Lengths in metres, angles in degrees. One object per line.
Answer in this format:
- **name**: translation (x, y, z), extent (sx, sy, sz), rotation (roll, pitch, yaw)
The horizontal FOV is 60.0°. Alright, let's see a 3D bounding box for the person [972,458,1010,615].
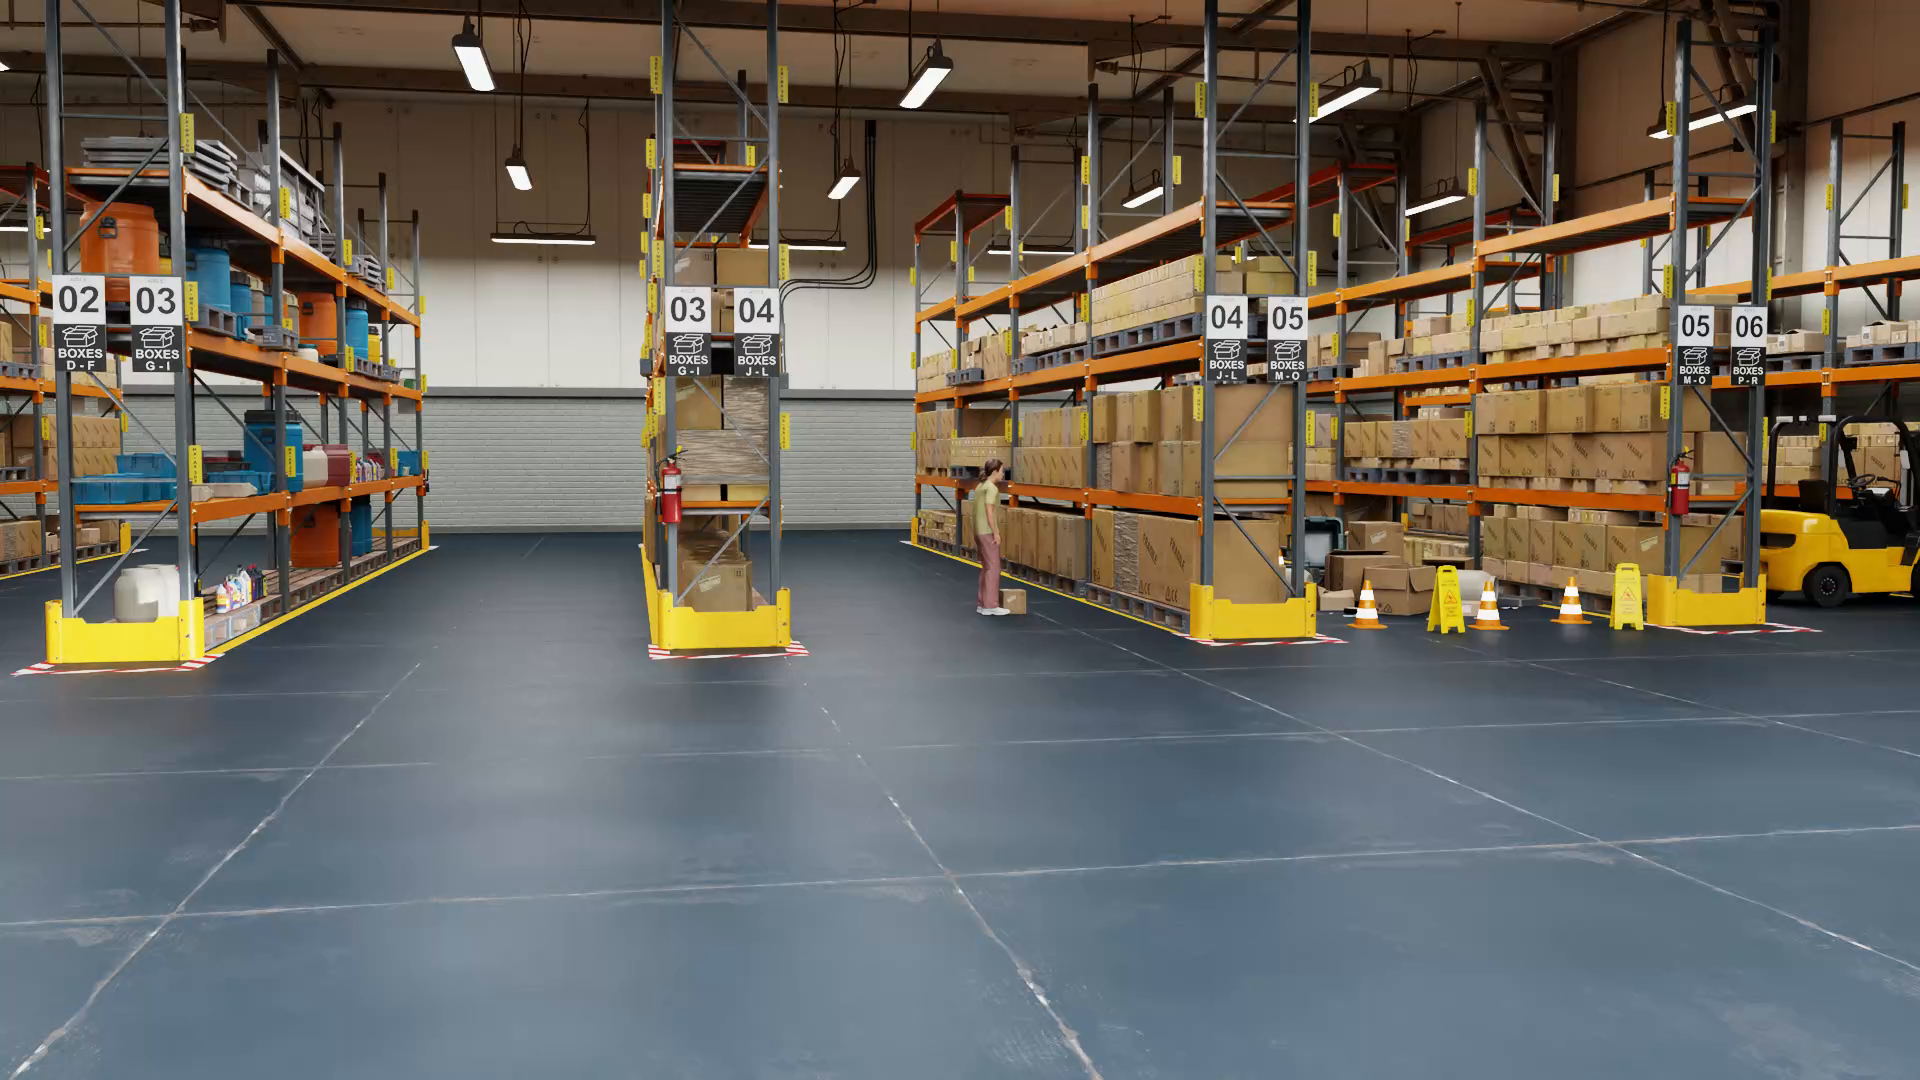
- **person**: translation (0.324, -0.041, 17.909), extent (0.358, 1.673, 0.518), rotation (-1, 3, -14)
